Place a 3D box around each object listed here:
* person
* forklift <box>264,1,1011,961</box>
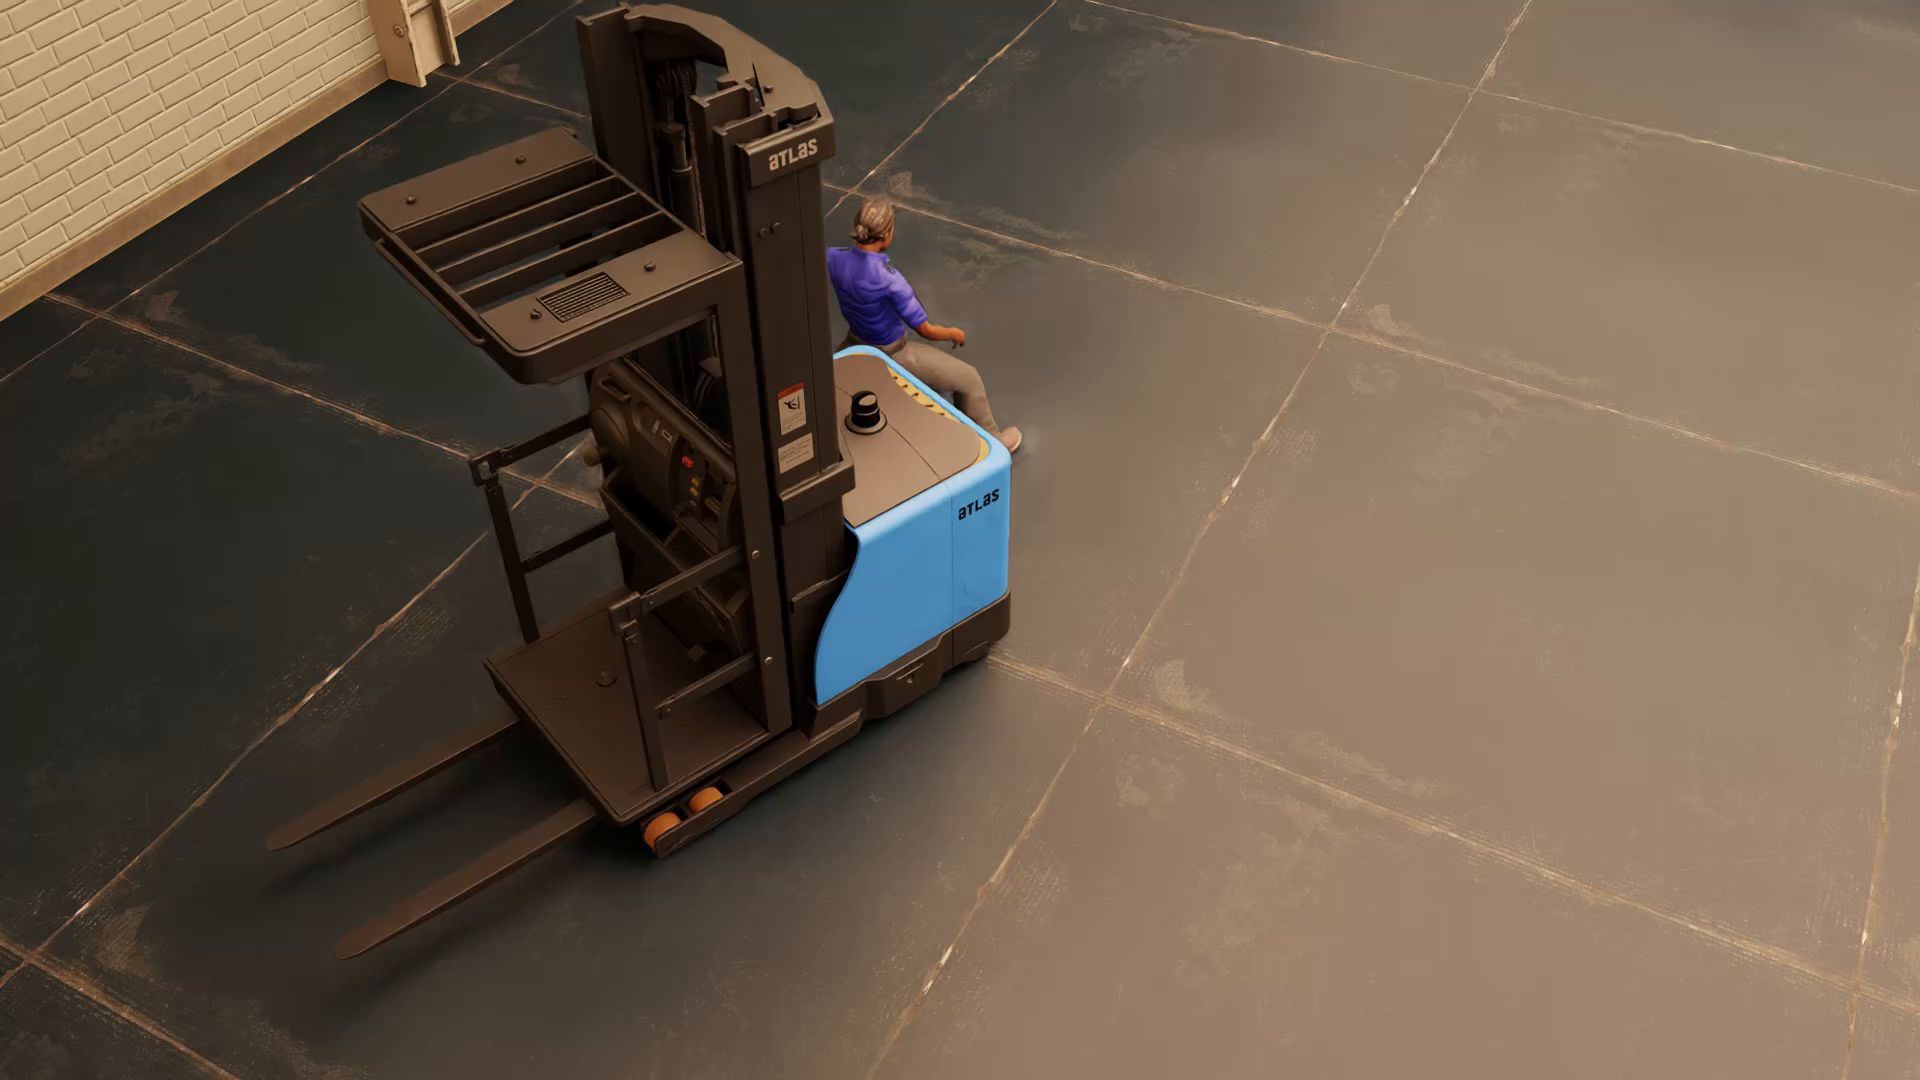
[{"bbox_3d":[-0.340,-0.948,7.765,0.979,1.519,0.947,28,50,27],"label":"person"},{"bbox_3d":[-1.241,-0.252,5.921,3.031,2.935,1.130,-29,51,-28],"label":"forklift"}]
